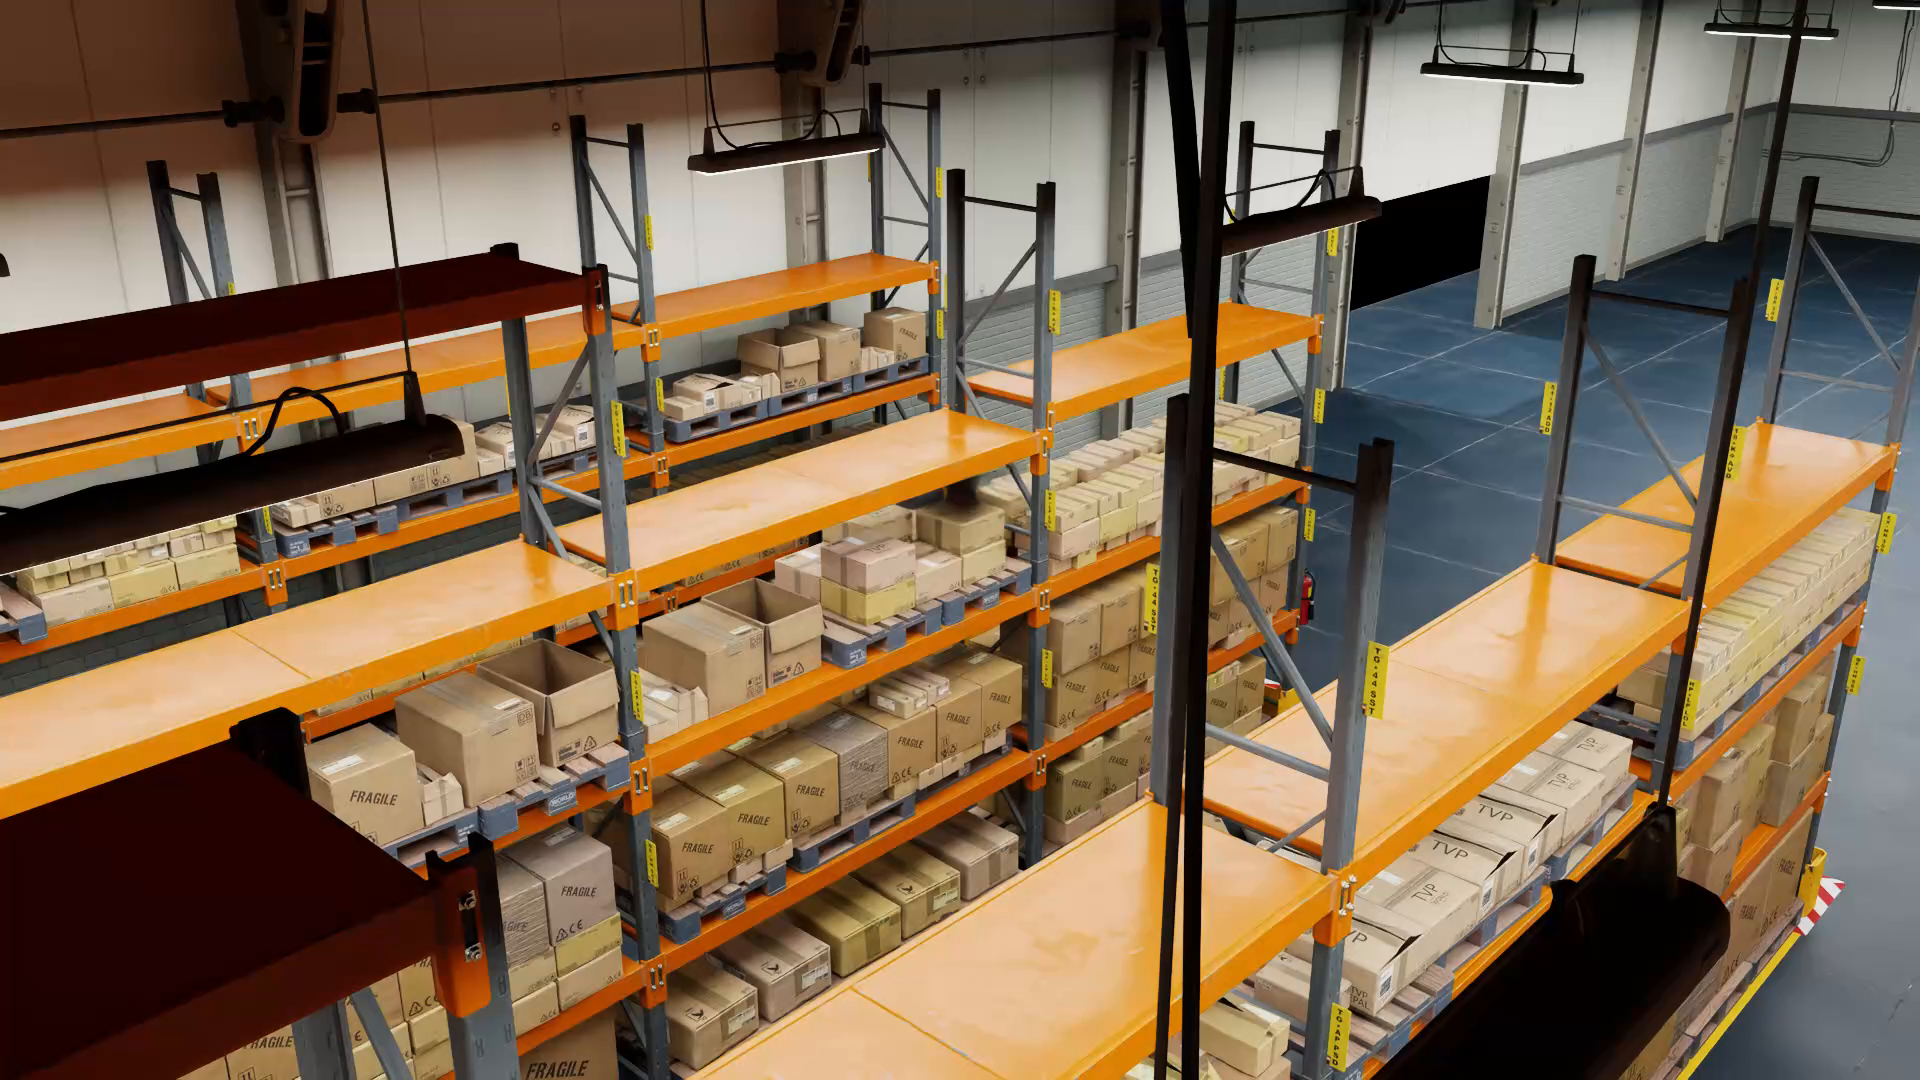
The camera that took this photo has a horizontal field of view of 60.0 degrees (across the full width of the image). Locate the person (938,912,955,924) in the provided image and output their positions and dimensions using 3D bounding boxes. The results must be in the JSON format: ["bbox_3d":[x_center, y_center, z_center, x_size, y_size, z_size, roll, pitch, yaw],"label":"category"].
[{"bbox_3d":[-0.062,3.245,11.340,0.367,1.660,0.508,8,23,20],"label":"person"}]
